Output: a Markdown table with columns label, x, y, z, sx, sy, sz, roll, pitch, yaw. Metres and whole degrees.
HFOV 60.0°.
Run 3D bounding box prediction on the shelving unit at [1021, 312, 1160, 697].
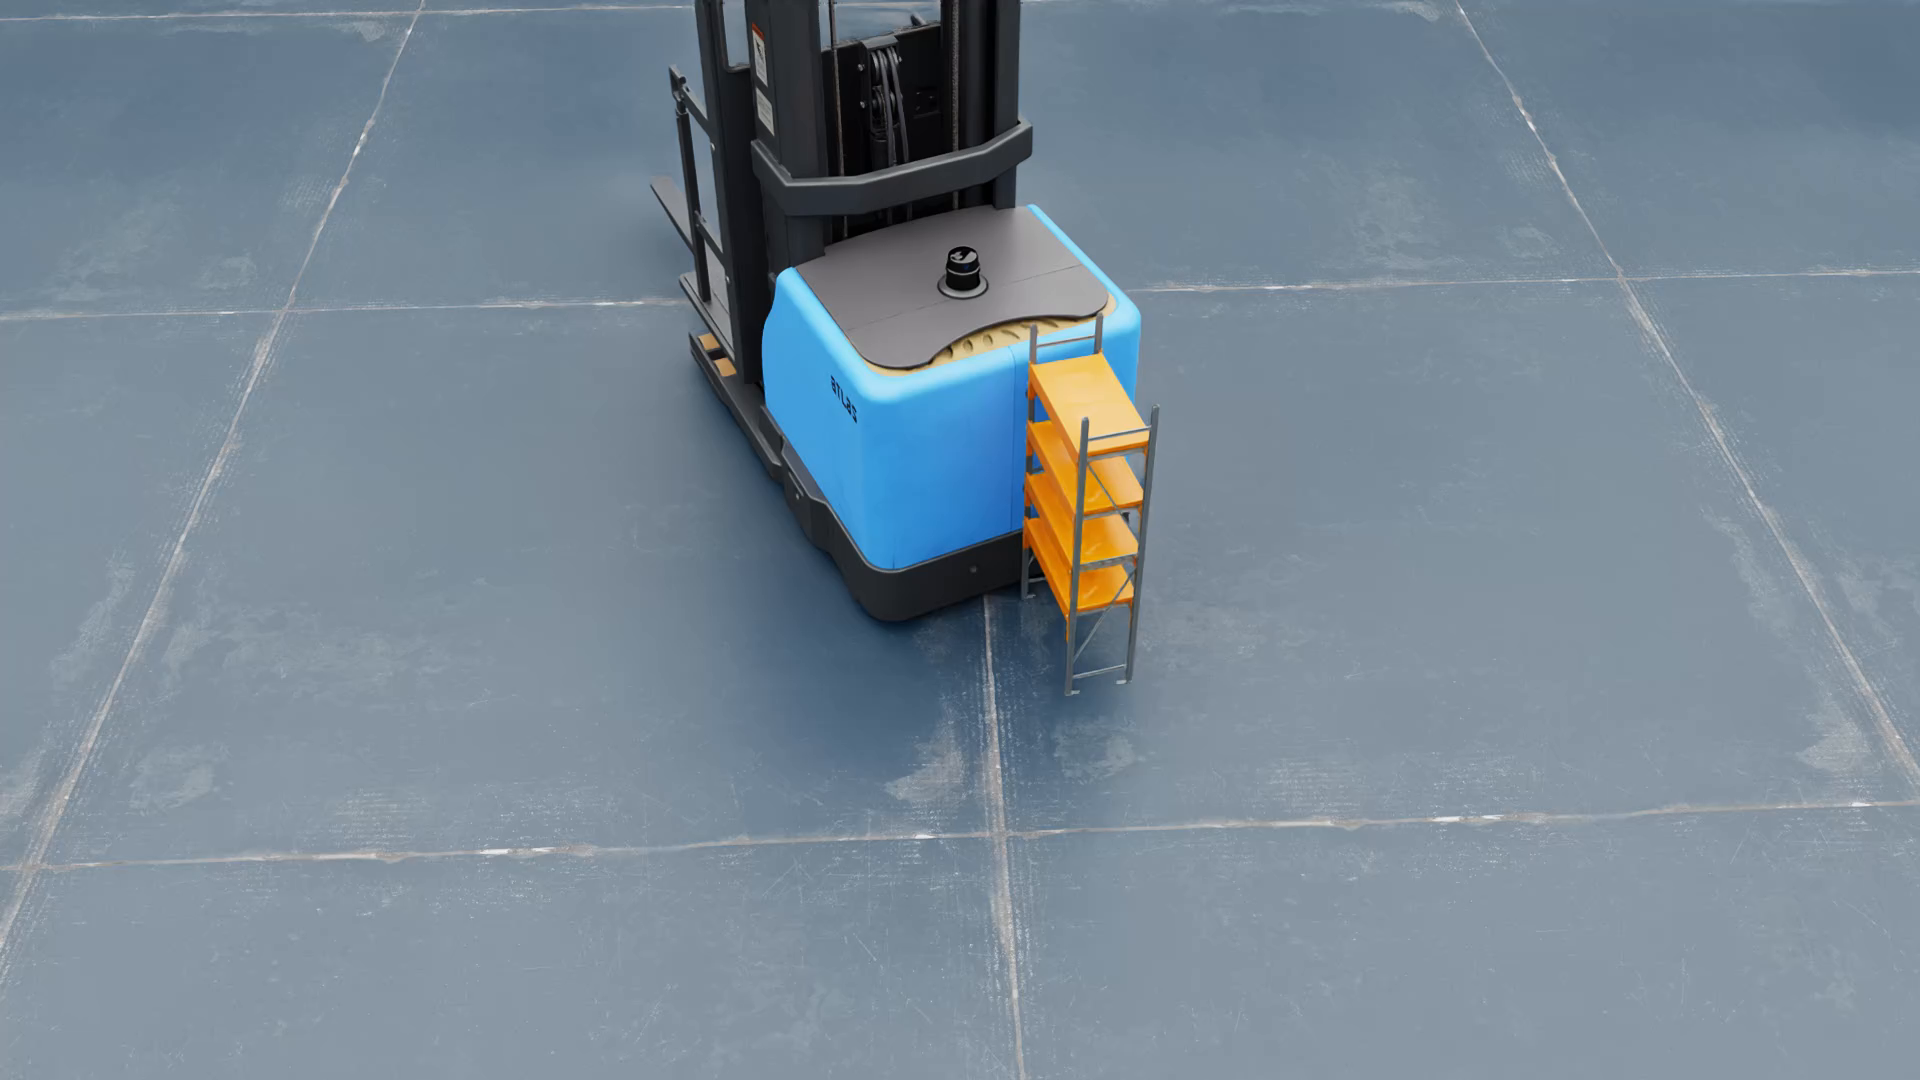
| label | x | y | z | sx | sy | sz | roll | pitch | yaw |
| --- | --- | --- | --- | --- | --- | --- | --- | --- | --- |
| shelving unit | 0.405 | -0.092 | 5.463 | 0.258 | 1.200 | 0.503 | -11 | 44 | -12 |

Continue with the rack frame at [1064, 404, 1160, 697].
| label | x | y | z | sx | sy | sz | roll | pitch | yaw |
| --- | --- | --- | --- | --- | --- | --- | --- | --- | --- |
| rack frame | 0.473 | 0.066 | 5.290 | 0.240 | 1.200 | 0.015 | -11 | 44 | -12 |

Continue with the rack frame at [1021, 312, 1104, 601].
| label | x | y | z | sx | sy | sz | roll | pitch | yaw |
| --- | --- | --- | --- | --- | --- | --- | --- | --- | --- |
| rack frame | 0.337 | -0.250 | 5.635 | 0.240 | 1.200 | 0.015 | -11 | 44 | -12 |

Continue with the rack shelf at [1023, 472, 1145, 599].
| label | x | y | z | sx | sy | sz | roll | pitch | yaw |
| --- | --- | --- | --- | --- | --- | --- | --- | --- | --- |
| rack shelf | 0.405 | -0.043 | 5.508 | 0.258 | 0.148 | 0.480 | -11 | 44 | -12 |

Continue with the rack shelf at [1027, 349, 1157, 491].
| label | x | y | z | sx | sy | sz | roll | pitch | yaw |
| --- | --- | --- | --- | --- | --- | --- | --- | --- | --- |
| rack shelf | 0.405 | -0.382 | 5.197 | 0.258 | 0.148 | 0.480 | -11 | 44 | -12 |

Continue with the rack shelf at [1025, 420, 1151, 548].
| label | x | y | z | sx | sy | sz | roll | pitch | yaw |
| --- | --- | --- | --- | --- | --- | --- | --- | --- | --- |
| rack shelf | 0.405 | -0.207 | 5.357 | 0.258 | 0.148 | 0.480 | -11 | 44 | -12 |

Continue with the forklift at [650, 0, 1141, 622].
| label | x | y | z | sx | sy | sz | roll | pitch | yaw |
| --- | --- | --- | --- | --- | --- | --- | --- | --- | --- |
| forklift | -0.481 | -1.791 | 6.034 | 1.130 | 2.935 | 3.031 | -18 | 46 | -19 |

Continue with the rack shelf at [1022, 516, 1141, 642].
| label | x | y | z | sx | sy | sz | roll | pitch | yaw |
| --- | --- | --- | --- | --- | --- | --- | --- | --- | --- |
| rack shelf | 0.405 | 0.104 | 5.642 | 0.258 | 0.148 | 0.480 | -11 | 44 | -12 |
